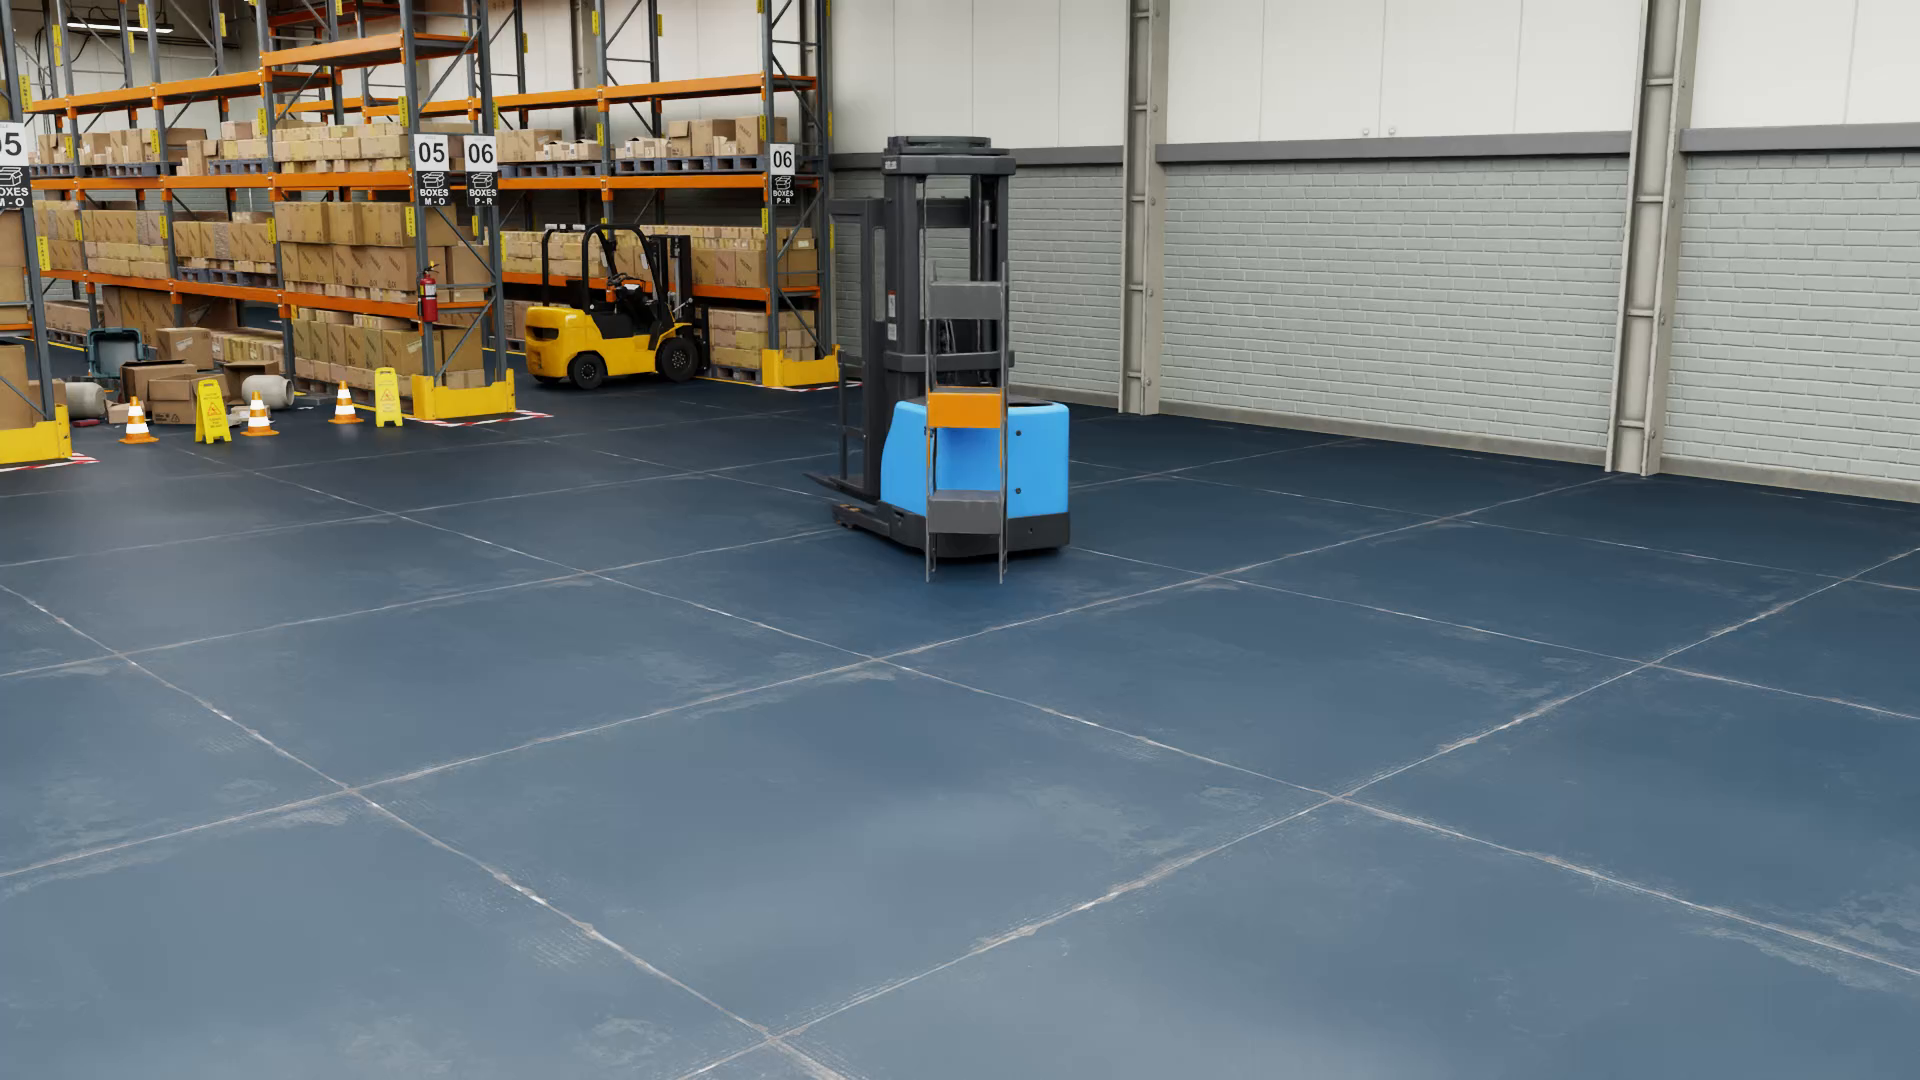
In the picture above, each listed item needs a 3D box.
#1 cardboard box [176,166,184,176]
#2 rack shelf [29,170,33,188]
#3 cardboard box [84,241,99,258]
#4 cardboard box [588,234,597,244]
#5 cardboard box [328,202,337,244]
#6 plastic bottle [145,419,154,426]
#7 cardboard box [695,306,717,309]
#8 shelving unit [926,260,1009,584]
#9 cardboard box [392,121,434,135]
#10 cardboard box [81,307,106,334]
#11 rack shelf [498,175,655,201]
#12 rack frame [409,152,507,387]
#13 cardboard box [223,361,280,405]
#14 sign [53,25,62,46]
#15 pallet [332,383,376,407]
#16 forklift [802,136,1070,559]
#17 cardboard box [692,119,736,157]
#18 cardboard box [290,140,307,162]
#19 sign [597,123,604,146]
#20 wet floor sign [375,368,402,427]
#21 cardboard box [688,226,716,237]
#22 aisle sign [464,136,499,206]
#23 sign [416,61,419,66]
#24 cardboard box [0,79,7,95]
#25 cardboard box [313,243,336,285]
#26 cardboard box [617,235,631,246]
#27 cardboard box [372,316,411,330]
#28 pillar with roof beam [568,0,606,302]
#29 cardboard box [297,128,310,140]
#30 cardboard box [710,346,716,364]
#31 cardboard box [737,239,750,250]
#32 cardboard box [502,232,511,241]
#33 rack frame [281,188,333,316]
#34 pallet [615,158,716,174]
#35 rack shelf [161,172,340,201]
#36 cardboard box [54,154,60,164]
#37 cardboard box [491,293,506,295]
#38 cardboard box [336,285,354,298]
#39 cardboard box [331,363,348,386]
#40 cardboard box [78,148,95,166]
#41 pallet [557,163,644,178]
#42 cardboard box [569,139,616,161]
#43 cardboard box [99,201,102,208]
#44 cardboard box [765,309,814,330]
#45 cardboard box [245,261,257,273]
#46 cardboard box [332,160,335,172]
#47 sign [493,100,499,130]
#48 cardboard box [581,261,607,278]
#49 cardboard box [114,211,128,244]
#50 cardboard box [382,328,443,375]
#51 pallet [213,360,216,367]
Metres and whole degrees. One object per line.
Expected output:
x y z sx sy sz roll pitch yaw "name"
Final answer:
-11.204 -5.383 24.293 0.380 0.149 0.250 -11 16 -43 "cardboard box"
-10.666 -3.643 17.009 1.077 0.370 4.000 -11 16 -43 "rack shelf"
-13.961 -4.758 27.205 0.500 0.250 0.500 11 16 44 "cardboard box"
-5.537 -4.635 25.622 0.380 0.149 0.250 -11 16 -43 "cardboard box"
-7.300 -3.894 20.418 0.700 0.500 0.500 -11 16 -43 "cardboard box"
-9.205 -1.322 18.677 0.283 0.061 0.133 6 13 26 "plastic bottle"
-3.787 -3.224 23.924 0.500 0.250 0.500 -11 16 -44 "cardboard box"
0.051 -0.781 10.993 0.503 2.100 0.431 1 12 6 "shelving unit"
-6.221 -4.684 18.924 0.380 0.149 0.250 -11 16 -42 "cardboard box"
-14.417 -3.747 28.476 0.875 0.438 0.875 -11 16 -43 "cardboard box"
-6.330 -5.623 26.622 1.077 0.370 4.000 -11 16 -43 "rack shelf"
-5.774 -2.939 19.242 1.000 3.000 0.127 -11 16 -43 "rack frame"
-8.781 -1.953 20.648 0.500 0.500 0.500 -1 12 -4 "cardboard box"
-14.479 -8.090 26.669 0.100 0.325 0.005 -11 16 -43 "sign"
-7.200 -1.886 21.040 1.003 0.211 1.213 -11 16 -43 "pallet"
-0.342 -1.554 12.692 1.130 2.935 3.031 -6 13 -27 "forklift"
-3.304 -5.598 23.178 0.700 0.500 0.500 -11 16 -42 "cardboard box"
-8.068 -4.888 20.902 0.500 0.250 0.500 -11 16 -43 "cardboard box"
-5.335 -6.014 24.675 0.100 0.325 0.005 -11 16 -43 "sign"
-6.417 -1.609 18.621 0.267 0.644 0.232 -5 13 -23 "wet floor sign"
-3.650 -4.389 23.690 0.380 0.149 0.250 -11 16 -42 "cardboard box"
-5.507 -4.246 19.145 0.394 0.787 0.004 -11 16 -43 "aisle sign"
-10.076 -8.934 30.766 0.100 0.325 0.005 -11 16 -43 "sign"
-9.285 -4.319 15.864 0.380 0.149 0.250 -11 16 -42 "cardboard box"
-7.733 -3.469 20.831 0.500 0.500 0.500 -11 16 -43 "cardboard box"
-4.919 -4.498 24.956 0.380 0.149 0.250 -11 16 -43 "cardboard box"
-6.818 -2.607 19.942 0.380 0.149 0.250 -10 15 -41 "cardboard box"
-9.273 -7.072 24.438 9.100 9.000 0.400 -11 16 -43 "pillar with roof beam"
-8.016 -5.052 20.712 0.380 0.149 0.250 -11 16 -43 "cardboard box"
-3.415 -2.663 23.675 0.500 0.250 0.500 -11 16 -42 "cardboard box"
-2.827 -4.042 22.743 0.380 0.149 0.250 -11 16 -42 "cardboard box"
-7.323 -5.005 27.415 0.380 0.149 0.250 -10 16 -41 "cardboard box"
-13.236 -5.966 33.936 1.000 3.000 0.127 -11 16 -43 "rack frame"
-4.341 -5.520 24.555 1.003 0.211 1.213 -11 16 -43 "pallet"
-9.918 -4.931 23.262 1.077 0.370 4.000 -11 16 -43 "rack shelf"
-14.916 -6.378 27.836 0.380 0.149 0.250 -10 16 -41 "cardboard box"
-8.010 -4.260 29.200 0.380 0.149 0.250 -10 15 -41 "cardboard box"
-7.480 -3.088 20.589 0.380 0.149 0.250 -11 16 -43 "cardboard box"
-7.579 -2.104 20.965 0.500 0.250 0.500 -11 16 -43 "cardboard box"
-13.969 -6.177 26.820 0.396 0.266 0.258 -11 16 -43 "cardboard box"
-5.568 -5.717 25.768 1.217 0.209 0.805 11 16 43 "pallet"
-5.625 -5.967 25.437 0.500 0.311 0.500 11 16 43 "cardboard box"
-14.608 -5.601 27.829 0.380 0.149 0.250 -10 16 -41 "cardboard box"
-2.382 -3.076 23.204 0.500 0.250 0.500 -11 16 -43 "cardboard box"
-9.465 -3.715 22.593 0.380 0.149 0.250 -11 16 -43 "cardboard box"
-7.432 -4.563 20.316 0.380 0.149 0.250 -11 16 -42 "cardboard box"
-5.382 -4.912 19.218 0.100 0.325 0.005 -11 16 -43 "sign"
-5.486 -4.178 25.630 0.500 0.250 0.500 -10 16 -41 "cardboard box"
-12.888 -4.906 26.065 0.500 0.500 0.500 -11 16 -43 "cardboard box"
-6.516 -2.246 19.792 0.500 0.500 0.500 -11 16 -42 "cardboard box"
-10.760 -2.626 24.636 1.003 0.211 1.213 -11 16 -43 "pallet"
